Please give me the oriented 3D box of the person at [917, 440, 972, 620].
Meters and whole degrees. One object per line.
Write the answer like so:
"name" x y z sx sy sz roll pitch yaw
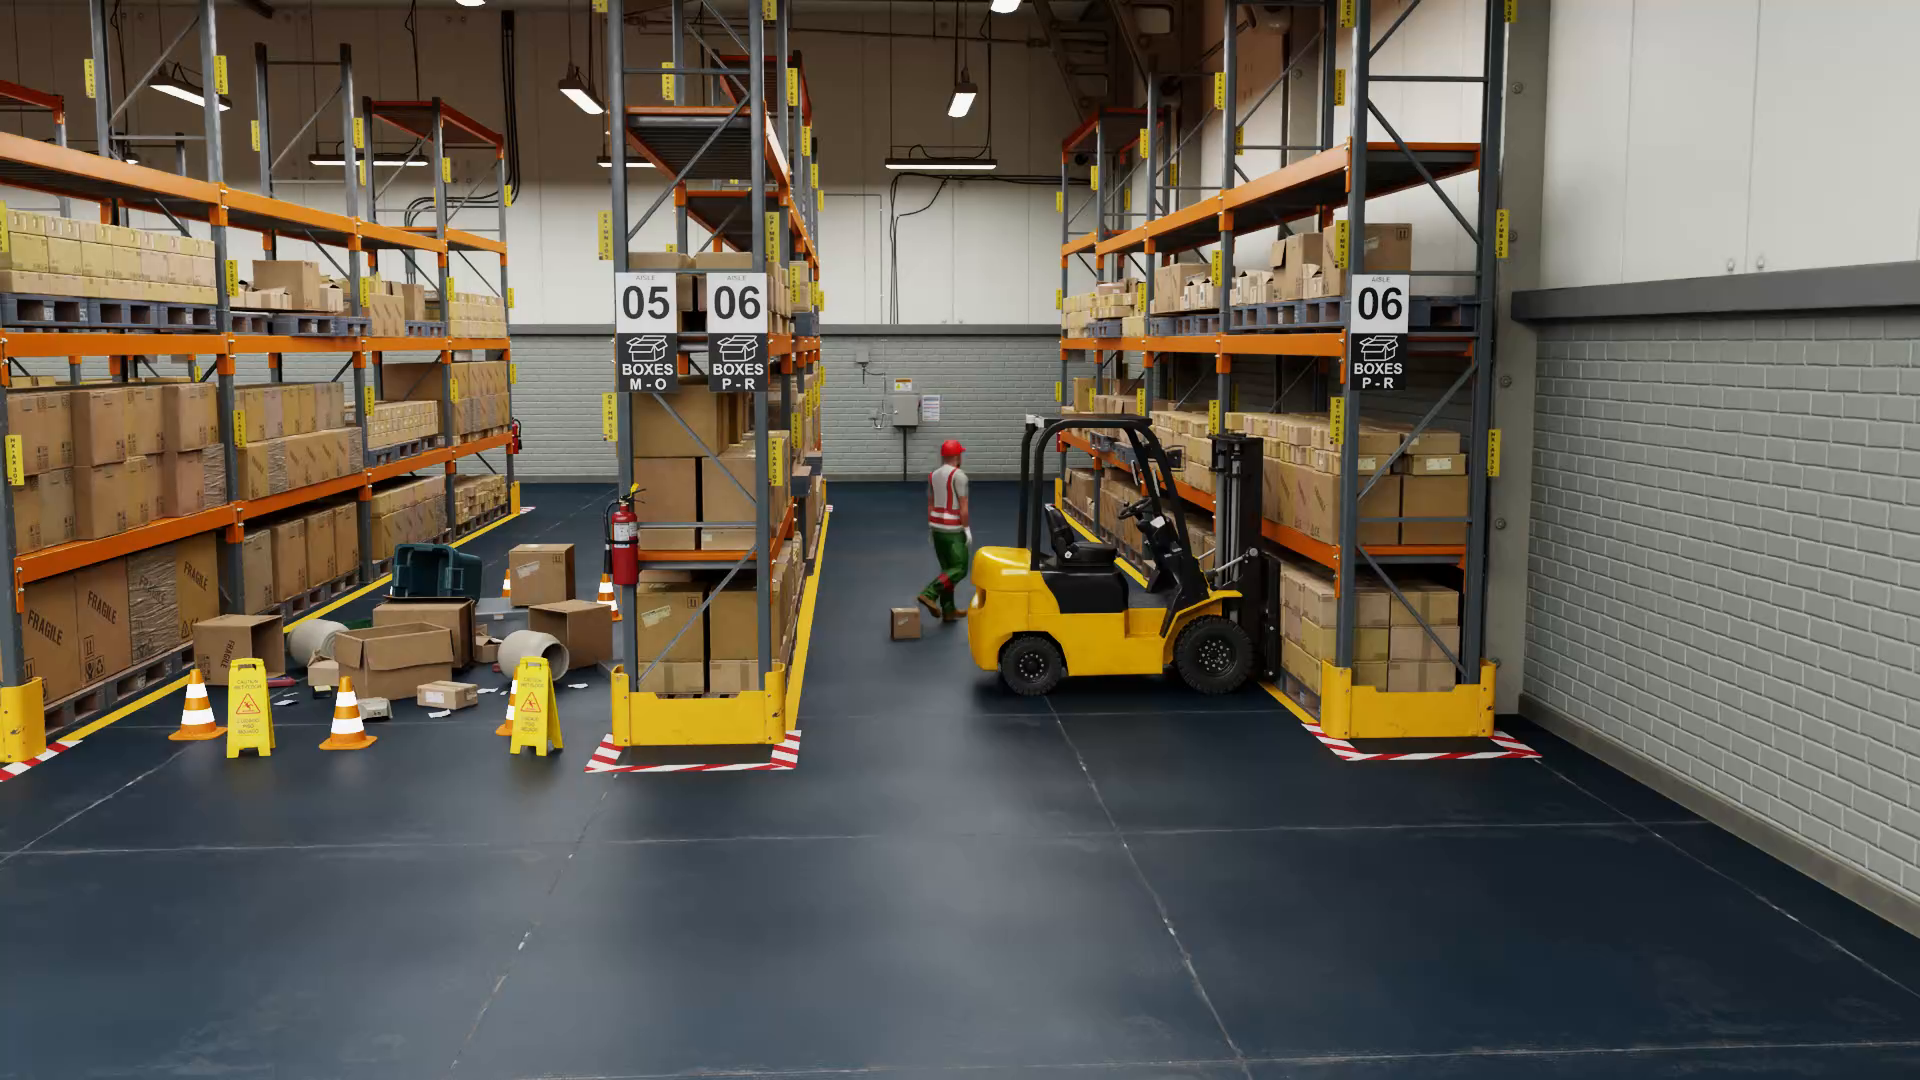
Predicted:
"person" -0.171 -0.078 16.177 0.776 1.783 0.582 -5 9 -38
